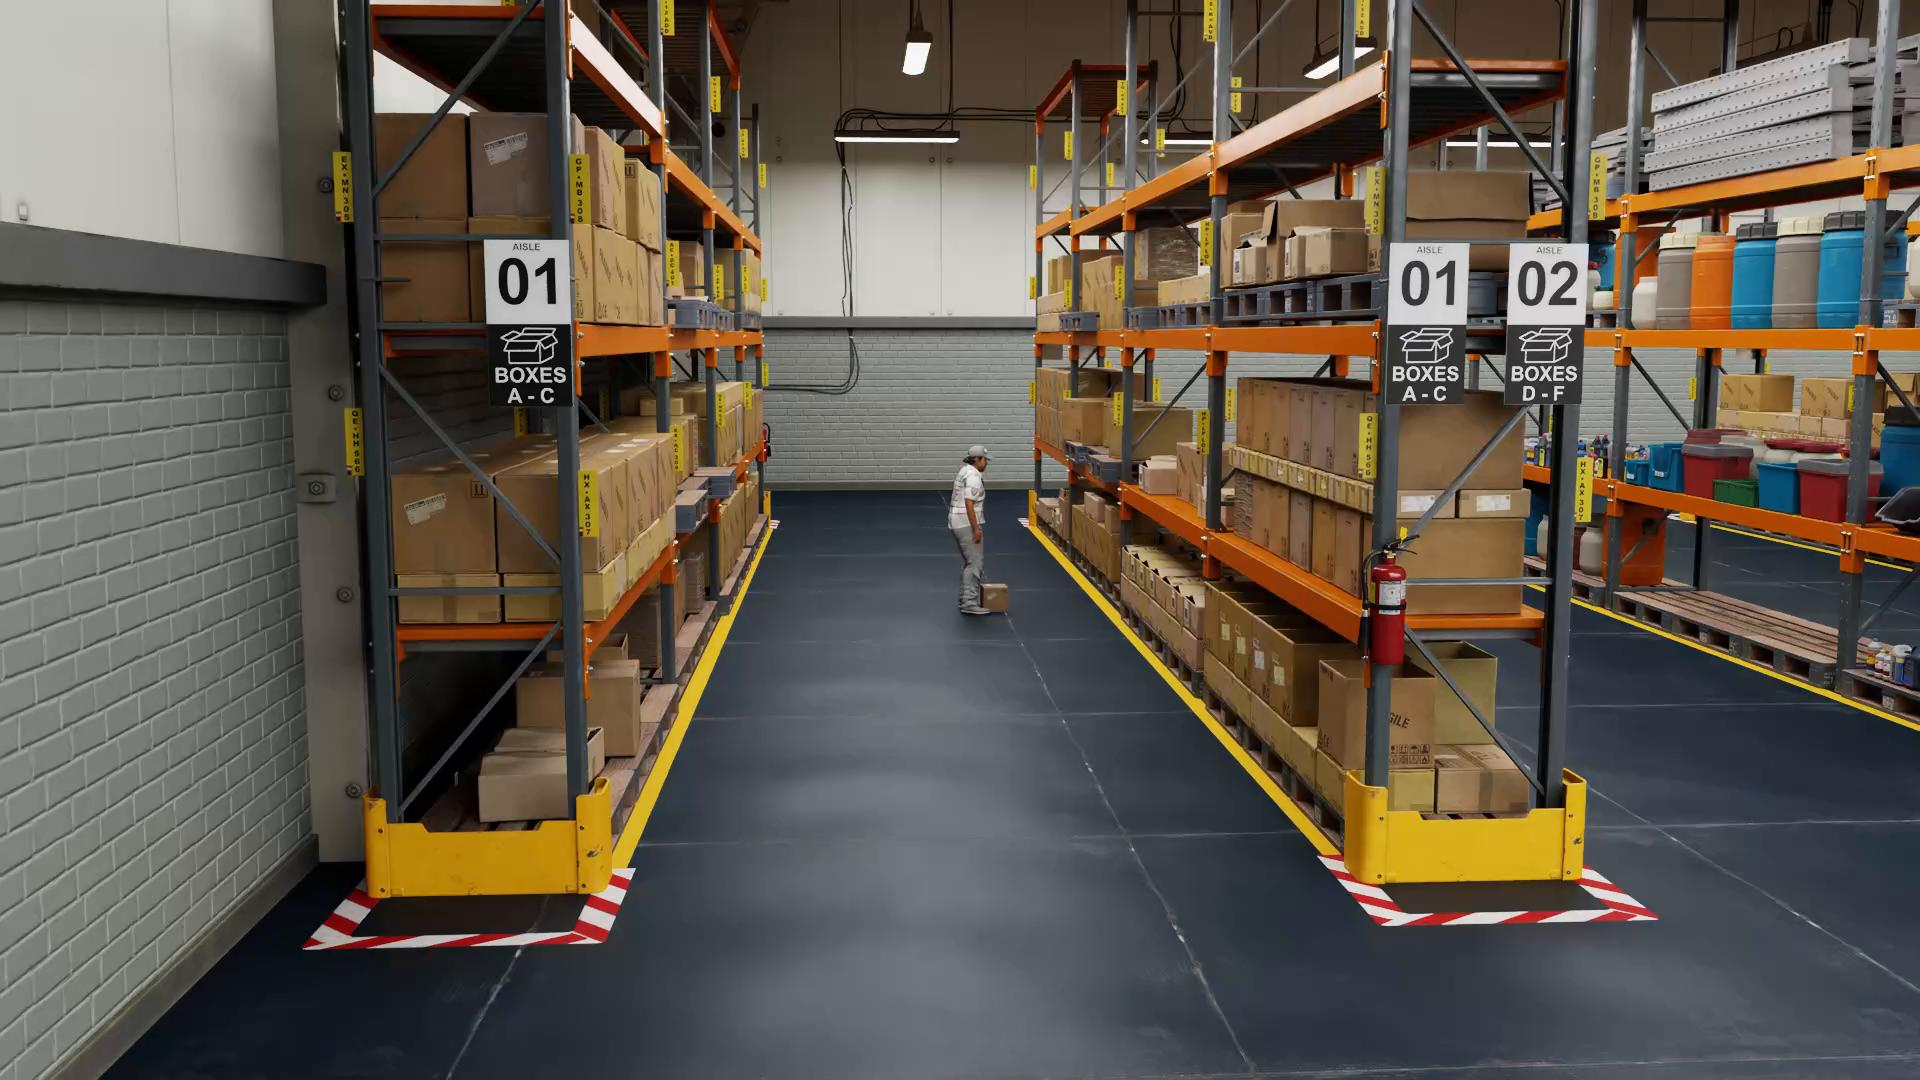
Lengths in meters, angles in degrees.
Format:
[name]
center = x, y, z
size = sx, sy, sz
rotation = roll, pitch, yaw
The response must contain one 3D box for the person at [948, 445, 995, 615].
[person]
center = 0.125, -0.114, 16.658
size = 0.469, 1.665, 0.560
rotation = -1, 7, -7
